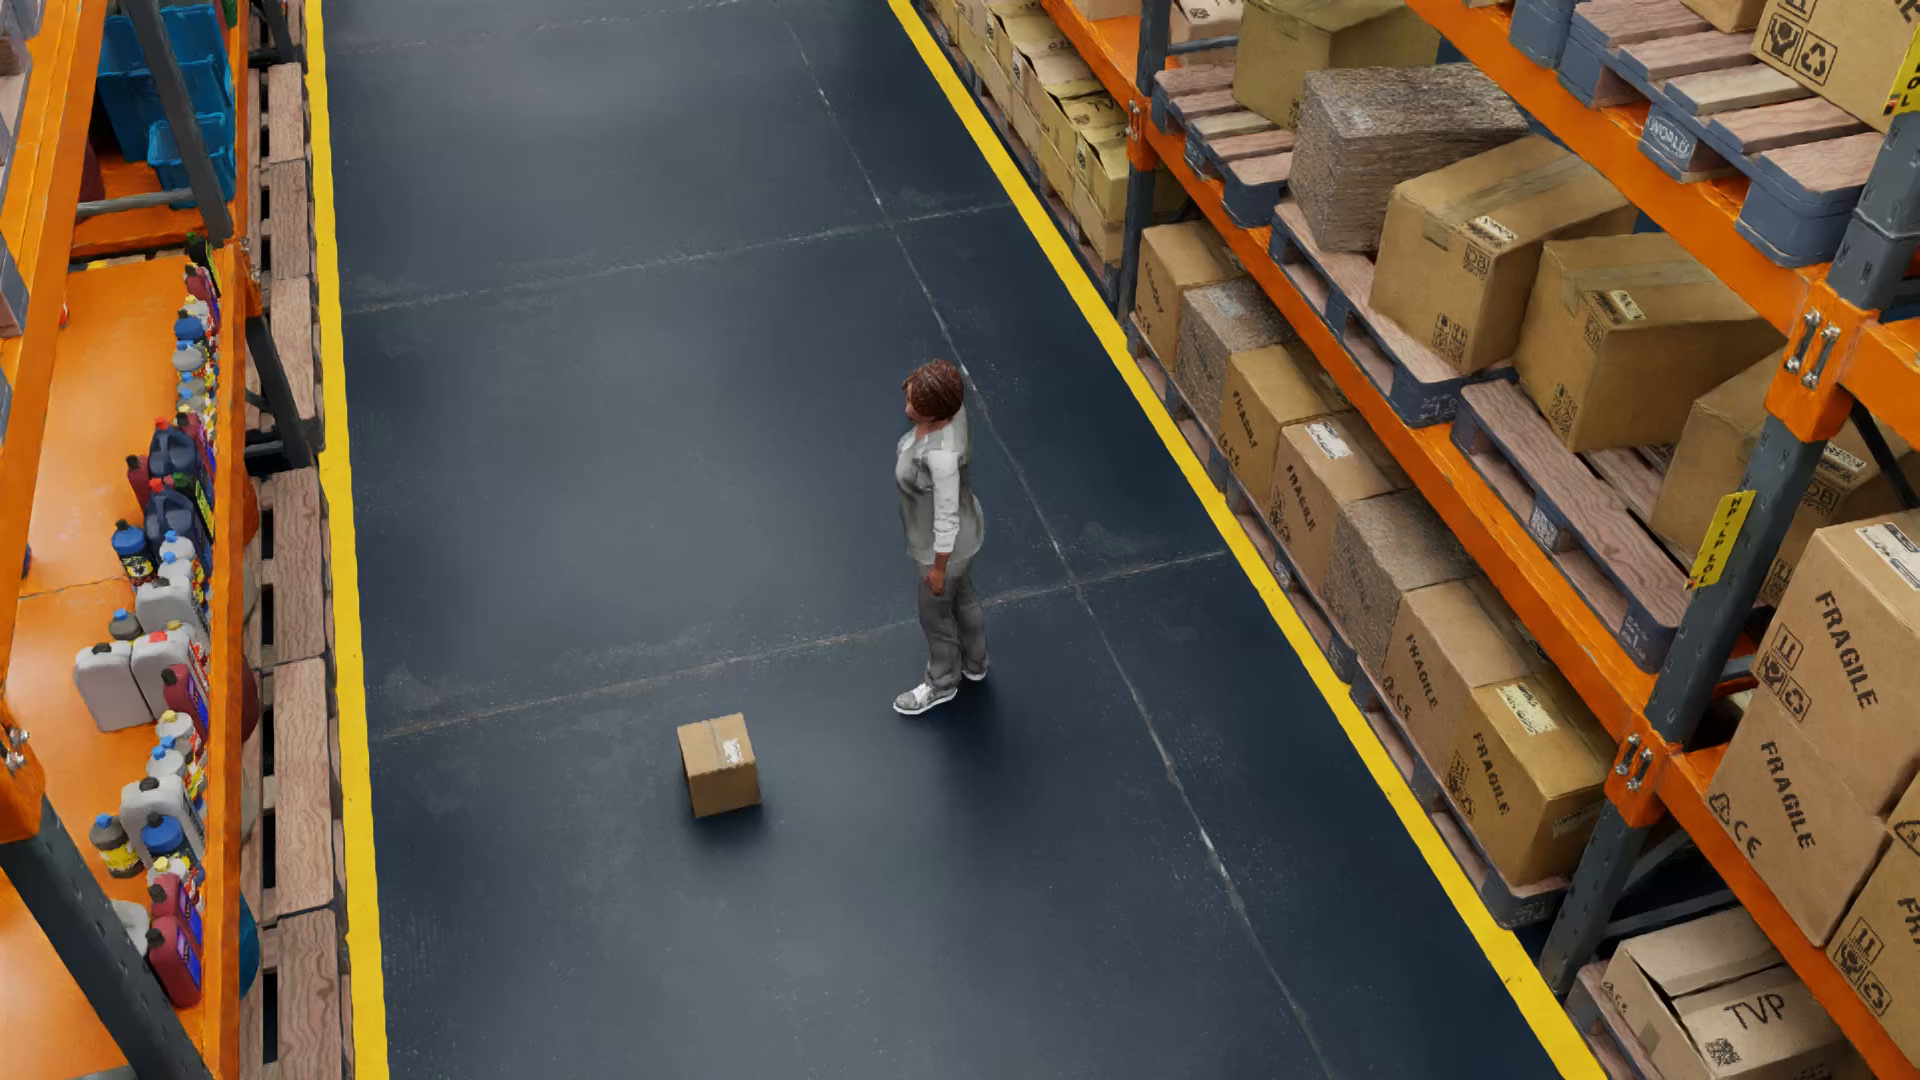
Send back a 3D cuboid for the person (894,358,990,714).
[{"bbox_3d":[-0.069,-0.010,6.149,0.361,1.600,0.434,3,43,4],"label":"person"}]
